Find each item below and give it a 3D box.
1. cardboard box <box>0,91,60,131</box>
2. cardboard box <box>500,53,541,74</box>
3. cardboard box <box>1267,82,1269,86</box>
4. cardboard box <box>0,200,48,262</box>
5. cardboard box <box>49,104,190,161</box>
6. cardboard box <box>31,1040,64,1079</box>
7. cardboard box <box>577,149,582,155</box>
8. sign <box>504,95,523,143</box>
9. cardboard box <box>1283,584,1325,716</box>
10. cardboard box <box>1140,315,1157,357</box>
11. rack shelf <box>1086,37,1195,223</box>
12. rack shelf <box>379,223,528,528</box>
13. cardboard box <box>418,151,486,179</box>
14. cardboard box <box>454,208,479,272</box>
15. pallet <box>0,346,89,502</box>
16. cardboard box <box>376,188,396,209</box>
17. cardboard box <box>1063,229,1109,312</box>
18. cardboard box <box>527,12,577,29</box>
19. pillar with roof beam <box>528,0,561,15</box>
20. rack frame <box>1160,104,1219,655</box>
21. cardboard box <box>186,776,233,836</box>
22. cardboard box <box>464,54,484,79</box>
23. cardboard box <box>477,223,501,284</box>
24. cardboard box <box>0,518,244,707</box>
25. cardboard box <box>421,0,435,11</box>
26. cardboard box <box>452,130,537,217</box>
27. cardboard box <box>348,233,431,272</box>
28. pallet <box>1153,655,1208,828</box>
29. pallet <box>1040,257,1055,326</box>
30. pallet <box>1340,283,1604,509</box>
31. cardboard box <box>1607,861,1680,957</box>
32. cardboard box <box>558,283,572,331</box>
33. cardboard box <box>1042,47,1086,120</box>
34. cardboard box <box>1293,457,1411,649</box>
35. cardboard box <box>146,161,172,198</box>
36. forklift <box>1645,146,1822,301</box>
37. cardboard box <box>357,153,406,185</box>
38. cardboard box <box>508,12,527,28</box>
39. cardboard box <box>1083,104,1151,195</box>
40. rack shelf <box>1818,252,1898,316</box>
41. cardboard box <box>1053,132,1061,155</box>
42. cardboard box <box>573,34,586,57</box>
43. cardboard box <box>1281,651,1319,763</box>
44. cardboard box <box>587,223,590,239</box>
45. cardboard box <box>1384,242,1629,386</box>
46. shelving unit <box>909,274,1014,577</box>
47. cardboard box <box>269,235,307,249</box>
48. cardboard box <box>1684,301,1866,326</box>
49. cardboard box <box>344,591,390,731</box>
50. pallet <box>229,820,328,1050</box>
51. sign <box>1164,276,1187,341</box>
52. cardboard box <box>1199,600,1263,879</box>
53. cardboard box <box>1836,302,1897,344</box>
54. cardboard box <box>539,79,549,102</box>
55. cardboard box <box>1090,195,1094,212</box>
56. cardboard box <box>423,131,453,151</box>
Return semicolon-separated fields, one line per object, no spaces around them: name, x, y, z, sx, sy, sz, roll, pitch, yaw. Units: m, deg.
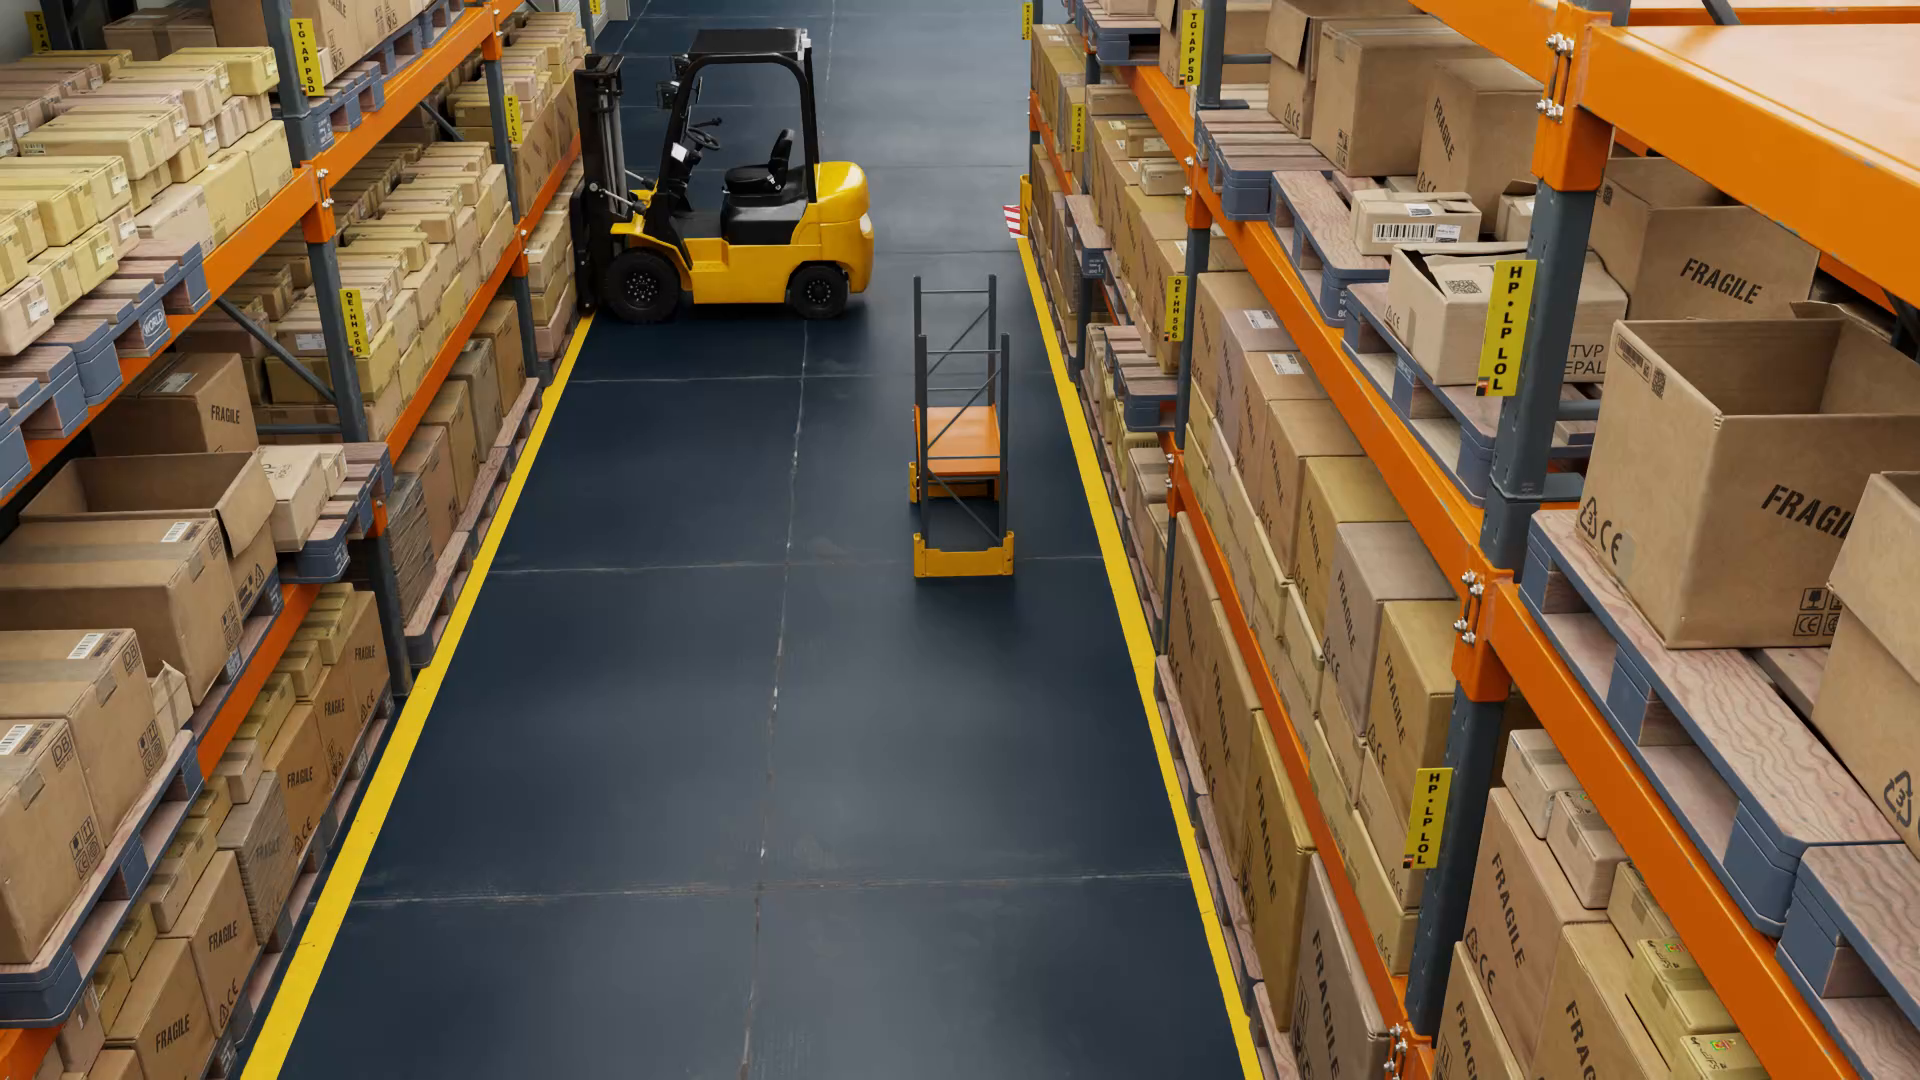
cardboard box;-3.577;-1.564;6.171;0.380;0.149;0.250;0;28;-1
cardboard box;-3.487;-3.696;12.962;0.380;0.149;0.250;-1;28;-2
cardboard box;1.717;-2.183;8.093;0.396;0.266;0.258;-1;28;-3
cardboard box;-2.917;-0.880;4.838;0.380;0.149;0.250;-1;28;-2
cardboard box;-3.015;-1.461;5.973;0.380;0.149;0.250;-2;28;-4
cardboard box;-2.985;1.656;5.057;0.380;0.149;0.250;-2;28;-4
cardboard box;-3.462;-3.423;15.007;0.500;0.250;0.500;0;28;-1
sign;-3.048;-2.866;11.336;0.100;0.325;0.005;-1;28;-3
cardboard box;1.453;0.380;5.900;0.500;0.250;0.500;-1;28;-1
cardboard box;1.180;-1.103;8.938;0.380;0.149;0.250;-2;28;-3
rack shelf;1.472;-2.580;9.486;1.077;0.370;4.000;-1;28;-3
rack shelf;-3.485;-1.128;9.947;1.077;0.370;4.000;-1;28;-3
cardboard box;-3.318;-2.431;10.858;0.380;0.149;0.250;-2;28;-3
cardboard box;-3.253;-1.831;10.139;0.500;0.250;0.500;-1;28;-2
pallet;-3.135;-0.226;4.398;1.213;0.211;1.003;-1;28;-3
cardboard box;-3.802;-2.053;10.564;0.500;0.250;0.500;-2;28;-3
cardboard box;1.069;-2.058;12.661;0.500;0.500;0.500;-2;28;-3
cardboard box;-3.569;-4.521;14.544;0.380;0.149;0.250;-1;28;-3
pillar with roof beam;-0.676;-9.409;18.560;9.100;9.000;0.400;-1;28;-3
rack frame;1.577;-0.645;8.243;1.000;3.000;0.127;-1;28;-3
cardboard box;-3.098;1.061;6.520;0.380;0.149;0.250;-1;28;-2
cardboard box;-3.924;-3.684;12.939;0.380;0.149;0.250;-1;28;-1
cardboard box;-3.270;-1.846;10.707;0.500;0.250;0.500;-2;28;-3
cardboard box;-3.041;0.263;5.940;0.700;0.500;0.500;-2;28;-3
cardboard box;-3.268;-3.209;9.449;0.500;0.311;0.500;-2;28;-4
cardboard box;-3.351;-2.626;11.933;0.500;0.500;0.500;-2;28;-4
cardboard box;-3.181;-1.605;9.275;0.380;0.149;0.250;-1;28;-2
pallet;1.543;0.957;8.186;1.003;0.211;1.213;-1;28;-3
pallet;1.231;-2.130;14.105;1.003;0.211;1.213;-1;28;-3
pallet;1.688;-0.465;4.861;0.805;0.209;1.217;-2;28;-5
cardboard box;1.628;0.814;3.554;0.380;0.149;0.250;-2;28;-3
cardboard box;-3.326;-1.803;12.983;0.500;0.250;0.500;-2;28;-4
cardboard box;0.965;-3.816;13.893;0.500;0.500;0.500;-2;28;-4
cardboard box;1.470;0.041;5.738;0.500;0.500;0.500;-1;28;-1
cardboard box;-3.119;-1.333;6.050;0.380;0.149;0.250;-1;28;-2
forklift;4.553;-1.191;9.365;3.031;2.935;1.130;-4;28;-8
cardboard box;-3.823;-2.410;10.817;0.380;0.149;0.250;-2;28;-4
cardboard box;-3.994;-4.521;14.544;0.380;0.149;0.250;-2;28;-4
cardboard box;1.106;-2.631;11.167;0.500;0.500;0.500;-1;28;-1
rack shelf;6.410;-1.416;10.499;1.077;0.370;4.000;-1;28;-3
cardboard box;0.957;-3.228;13.467;0.380;0.149;0.250;-1;28;-2
cardboard box;-3.457;-4.279;14.401;0.380;0.149;0.250;-1;28;-2
cardboard box;1.478;0.599;6.020;0.500;0.250;0.500;-2;28;-4
cardboard box;-3.397;-2.719;14.199;0.500;0.250;0.500;-2;28;-4
cardboard box;1.530;-0.676;4.701;0.500;0.311;0.500;-1;28;-3
shelving unit;-0.004;-0.700;9.971;0.587;1.500;1.083;-1;28;-3
cardboard box;-3.792;-1.587;9.240;0.380;0.149;0.250;-2;28;-3
cardboard box;2.109;-0.494;4.401;0.396;0.266;0.258;-2;28;-3
cardboard box;-3.143;0.589;8.126;0.500;0.500;0.500;-1;28;-1
pallet;-3.318;1.621;6.914;1.003;0.211;1.213;-1;28;-3
sign;1.035;-1.106;7.960;0.100;0.325;0.005;-1;28;-3
cardboard box;1.572;0.844;7.232;0.875;0.875;0.875;-1;28;-2
cardboard box;6.475;-1.117;11.127;1.050;0.750;0.750;-1;28;-3
cardboard box;-3.381;-3.448;12.807;0.380;0.149;0.250;-2;28;-4
cardboard box;1.081;-2.304;11.241;0.380;0.149;0.250;-1;28;-2
cardboard box;-3.882;-2.616;11.914;0.500;0.500;0.500;-2;28;-3
